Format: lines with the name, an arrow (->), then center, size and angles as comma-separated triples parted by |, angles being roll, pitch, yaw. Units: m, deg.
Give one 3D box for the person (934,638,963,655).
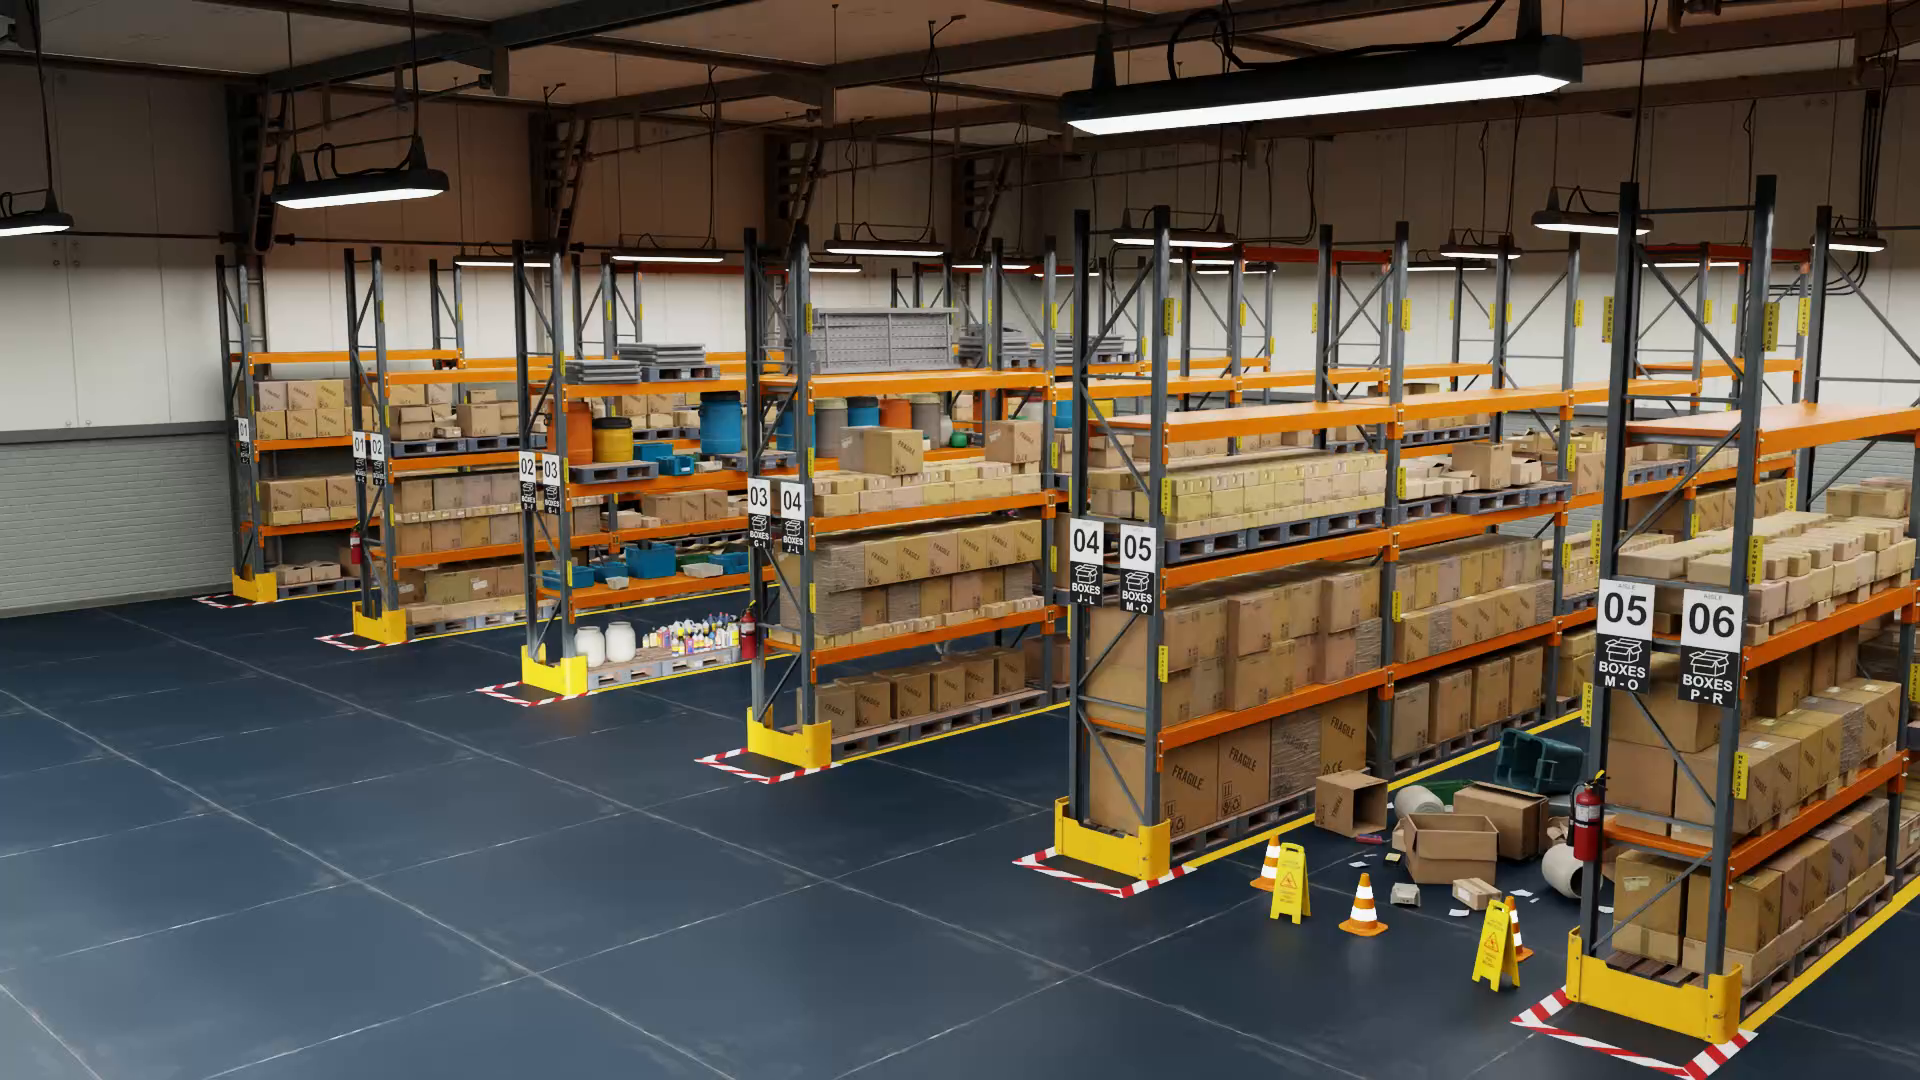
person -> -0.153, 0.894, 24.272 | 0.466, 1.670, 0.431 | -1, 8, -9
